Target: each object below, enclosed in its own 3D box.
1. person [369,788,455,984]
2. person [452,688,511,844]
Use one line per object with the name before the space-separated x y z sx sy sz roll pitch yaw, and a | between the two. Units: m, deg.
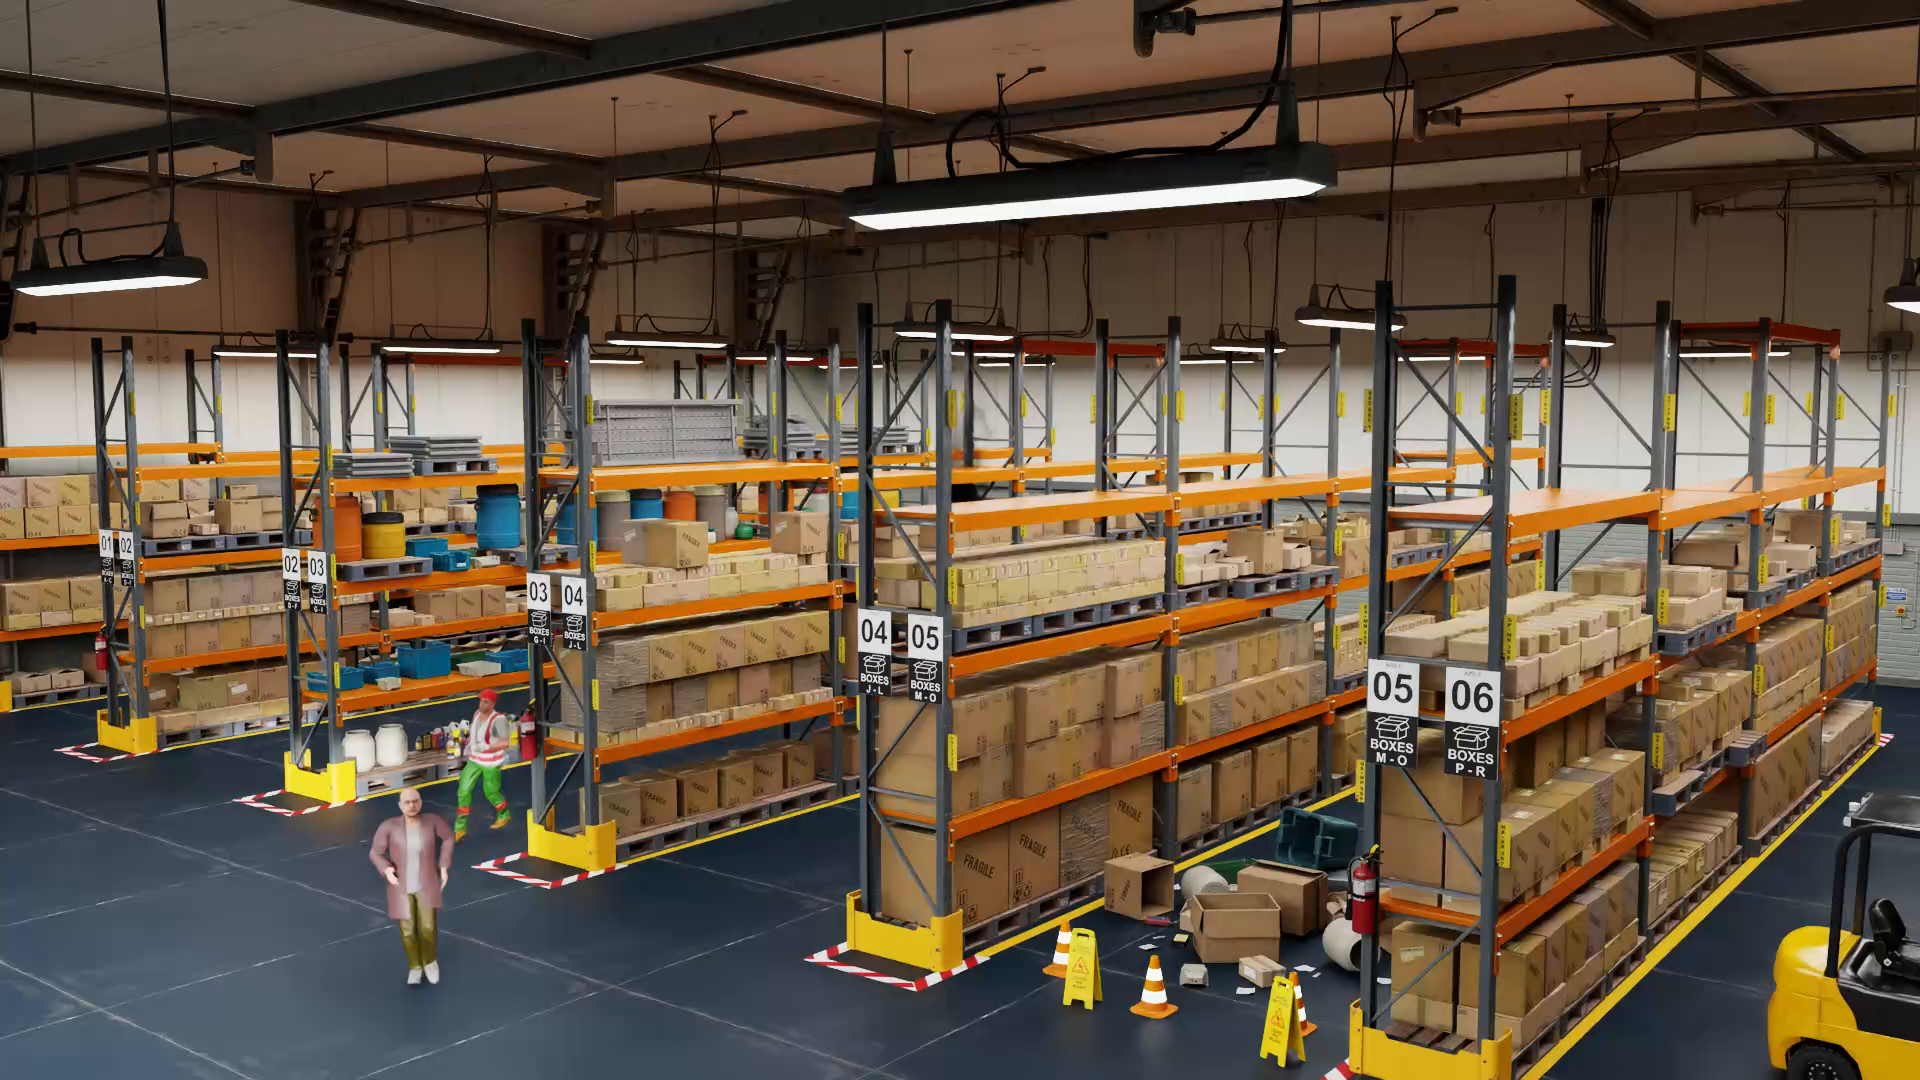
person | -4.758 3.032 14.465 0.710 1.757 0.696 -1 5 -16
person | -5.488 2.605 19.341 0.676 1.793 0.888 2 5 25
